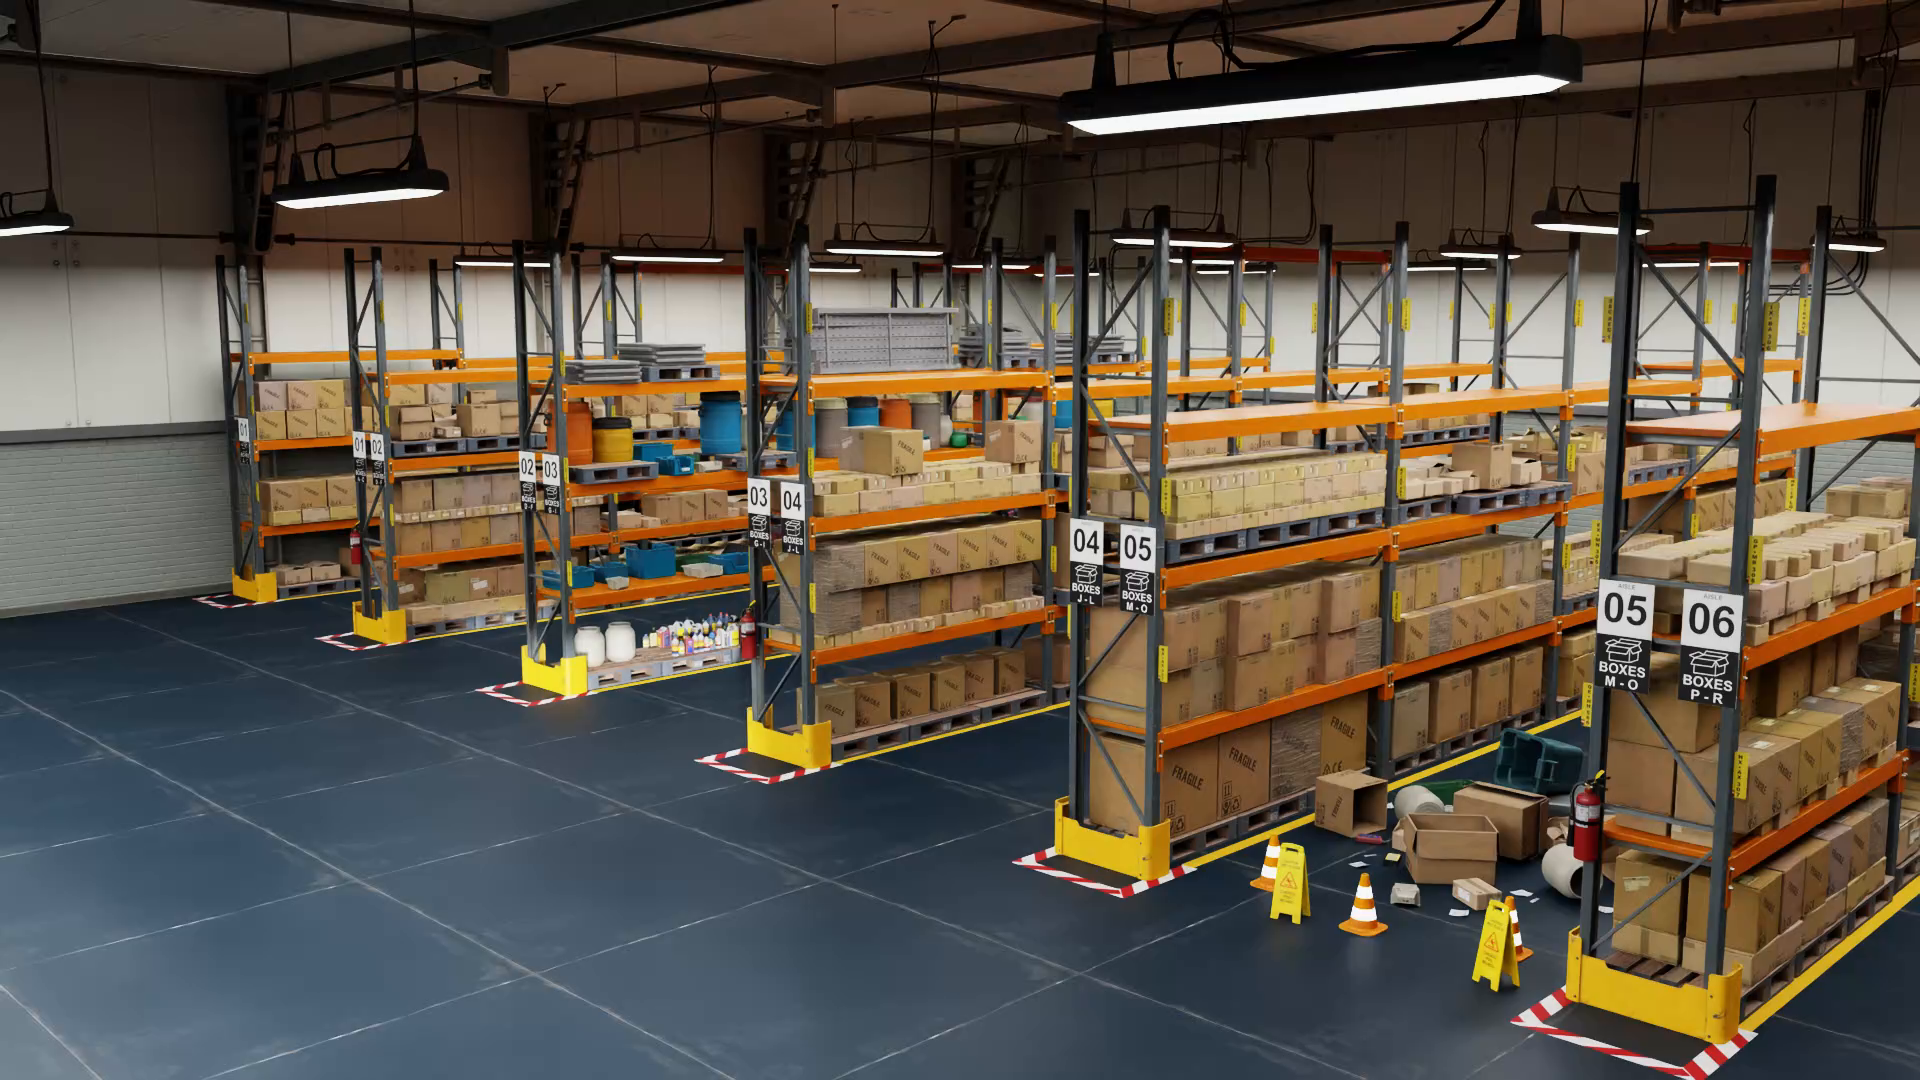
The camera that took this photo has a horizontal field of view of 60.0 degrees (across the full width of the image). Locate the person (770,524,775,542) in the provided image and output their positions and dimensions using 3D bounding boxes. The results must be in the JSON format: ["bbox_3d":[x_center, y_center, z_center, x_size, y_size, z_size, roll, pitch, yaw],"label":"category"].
[{"bbox_3d":[-3.870,-0.431,34.069,0.552,1.576,0.591,7,11,41],"label":"person"}]
